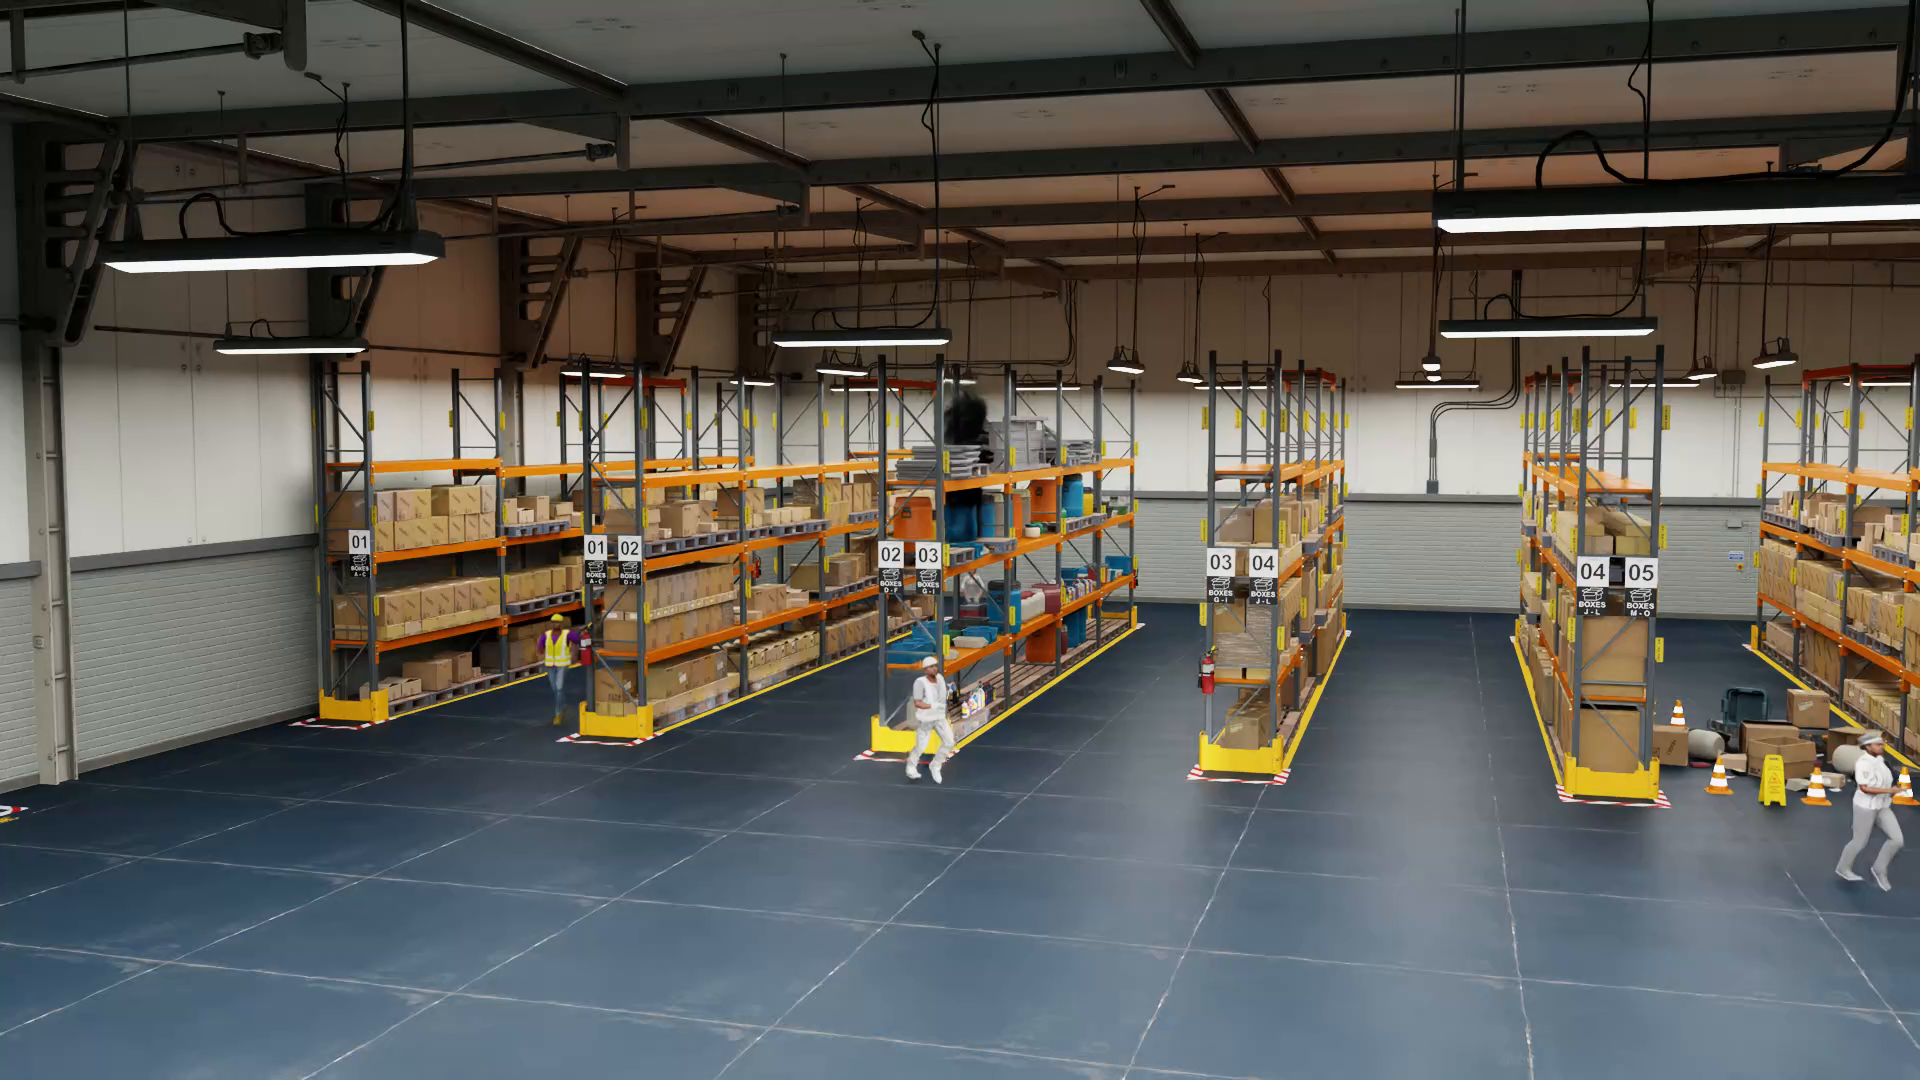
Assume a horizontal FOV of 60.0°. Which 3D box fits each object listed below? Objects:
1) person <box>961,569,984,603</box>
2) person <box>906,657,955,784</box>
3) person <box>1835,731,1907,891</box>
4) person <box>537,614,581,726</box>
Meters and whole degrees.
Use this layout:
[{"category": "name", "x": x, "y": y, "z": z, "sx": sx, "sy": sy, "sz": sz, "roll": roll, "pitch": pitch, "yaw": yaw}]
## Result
[{"category": "person", "x": 0.281, "y": 1.388, "z": 39.663, "sx": 0.540, "sy": 1.563, "sz": 0.526, "roll": 1, "pitch": 4, "yaw": 11}, {"category": "person", "x": -0.379, "y": 2.472, "z": 22.891, "sx": 0.696, "sy": 1.762, "sz": 0.860, "roll": -3, "pitch": 5, "yaw": -38}, {"category": "person", "x": 9.780, "y": 2.892, "z": 17.802, "sx": 0.541, "sy": 1.735, "sz": 0.718, "roll": -2, "pitch": 5, "yaw": -26}, {"category": "person", "x": -6.700, "y": 2.133, "z": 27.705, "sx": 0.682, "sy": 1.820, "sz": 0.766, "roll": 1, "pitch": 4, "yaw": 10}]
